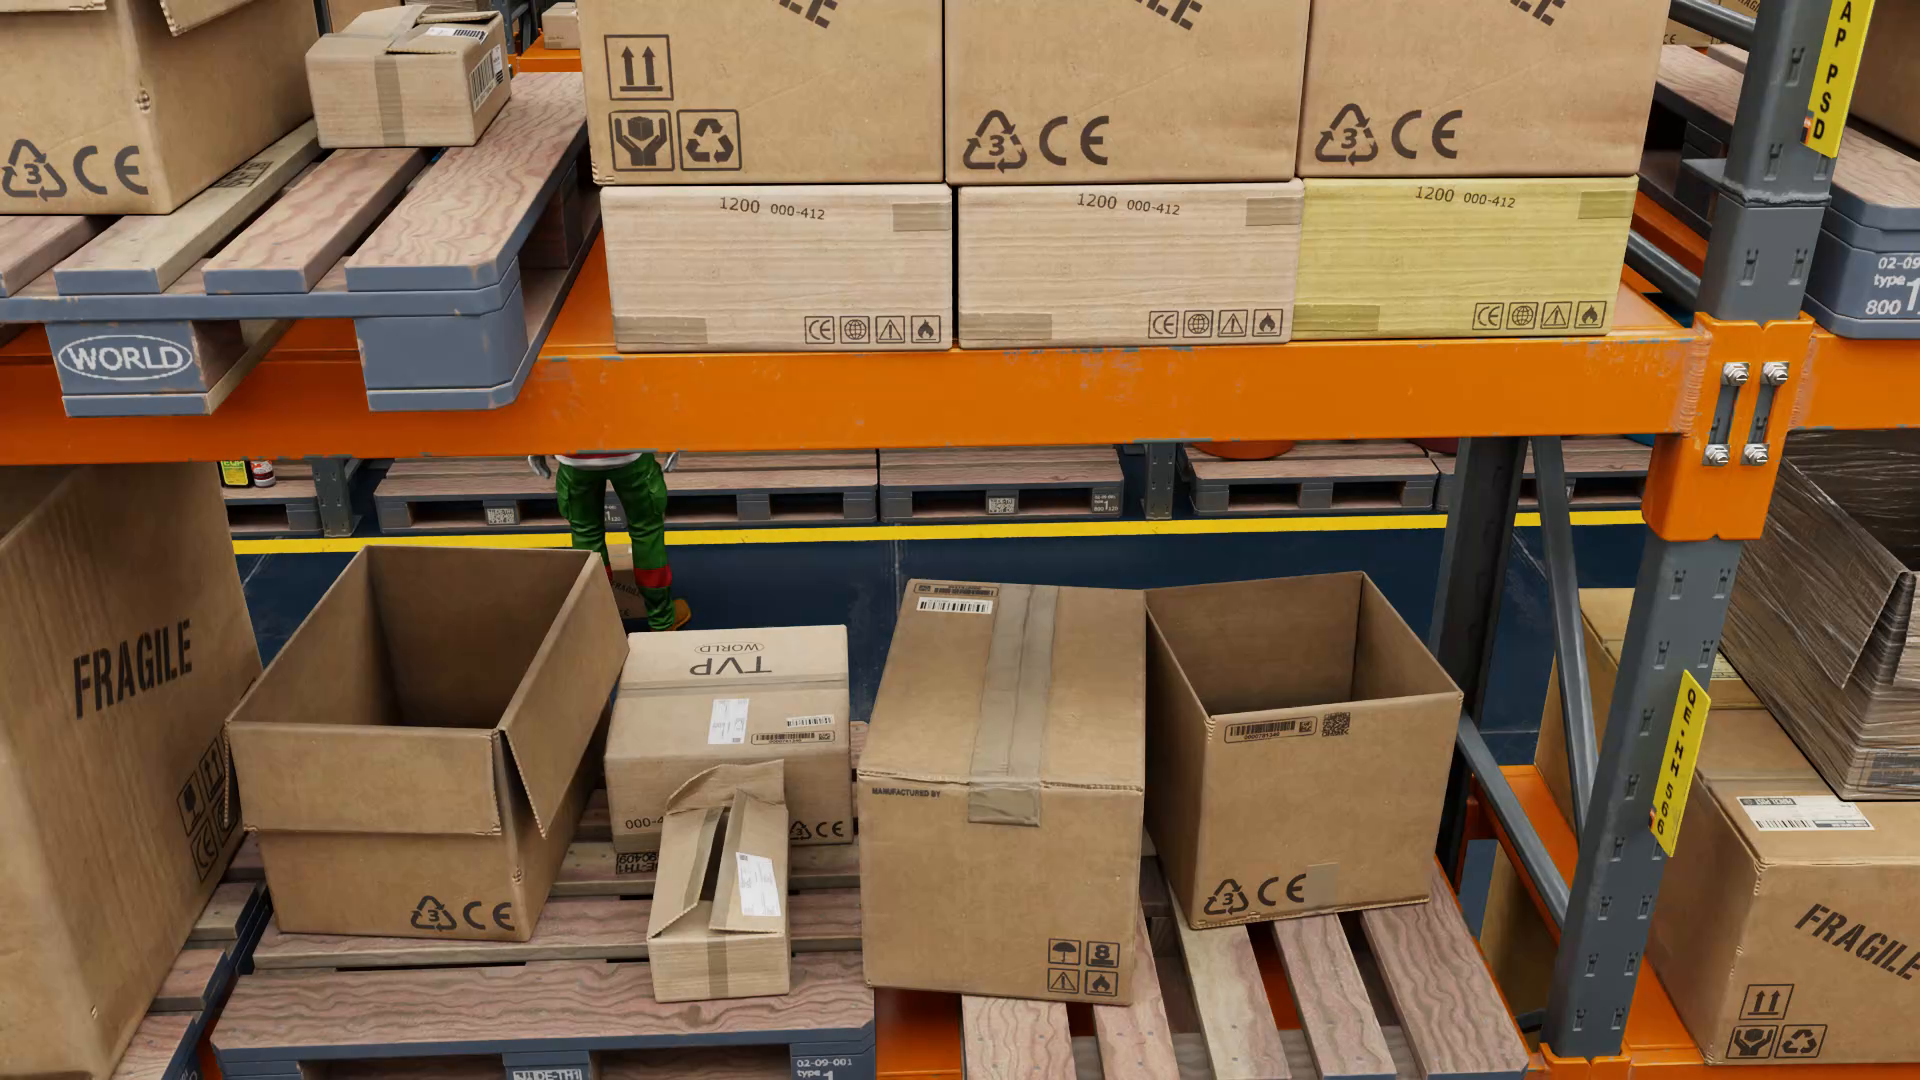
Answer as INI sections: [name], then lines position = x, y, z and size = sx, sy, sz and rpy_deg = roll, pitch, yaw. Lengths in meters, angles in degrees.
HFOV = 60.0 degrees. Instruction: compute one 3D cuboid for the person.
[person]
position = -1.466, -0.393, 6.867
size = 0.621, 1.776, 0.453
rpy_deg = -2, 27, -4
